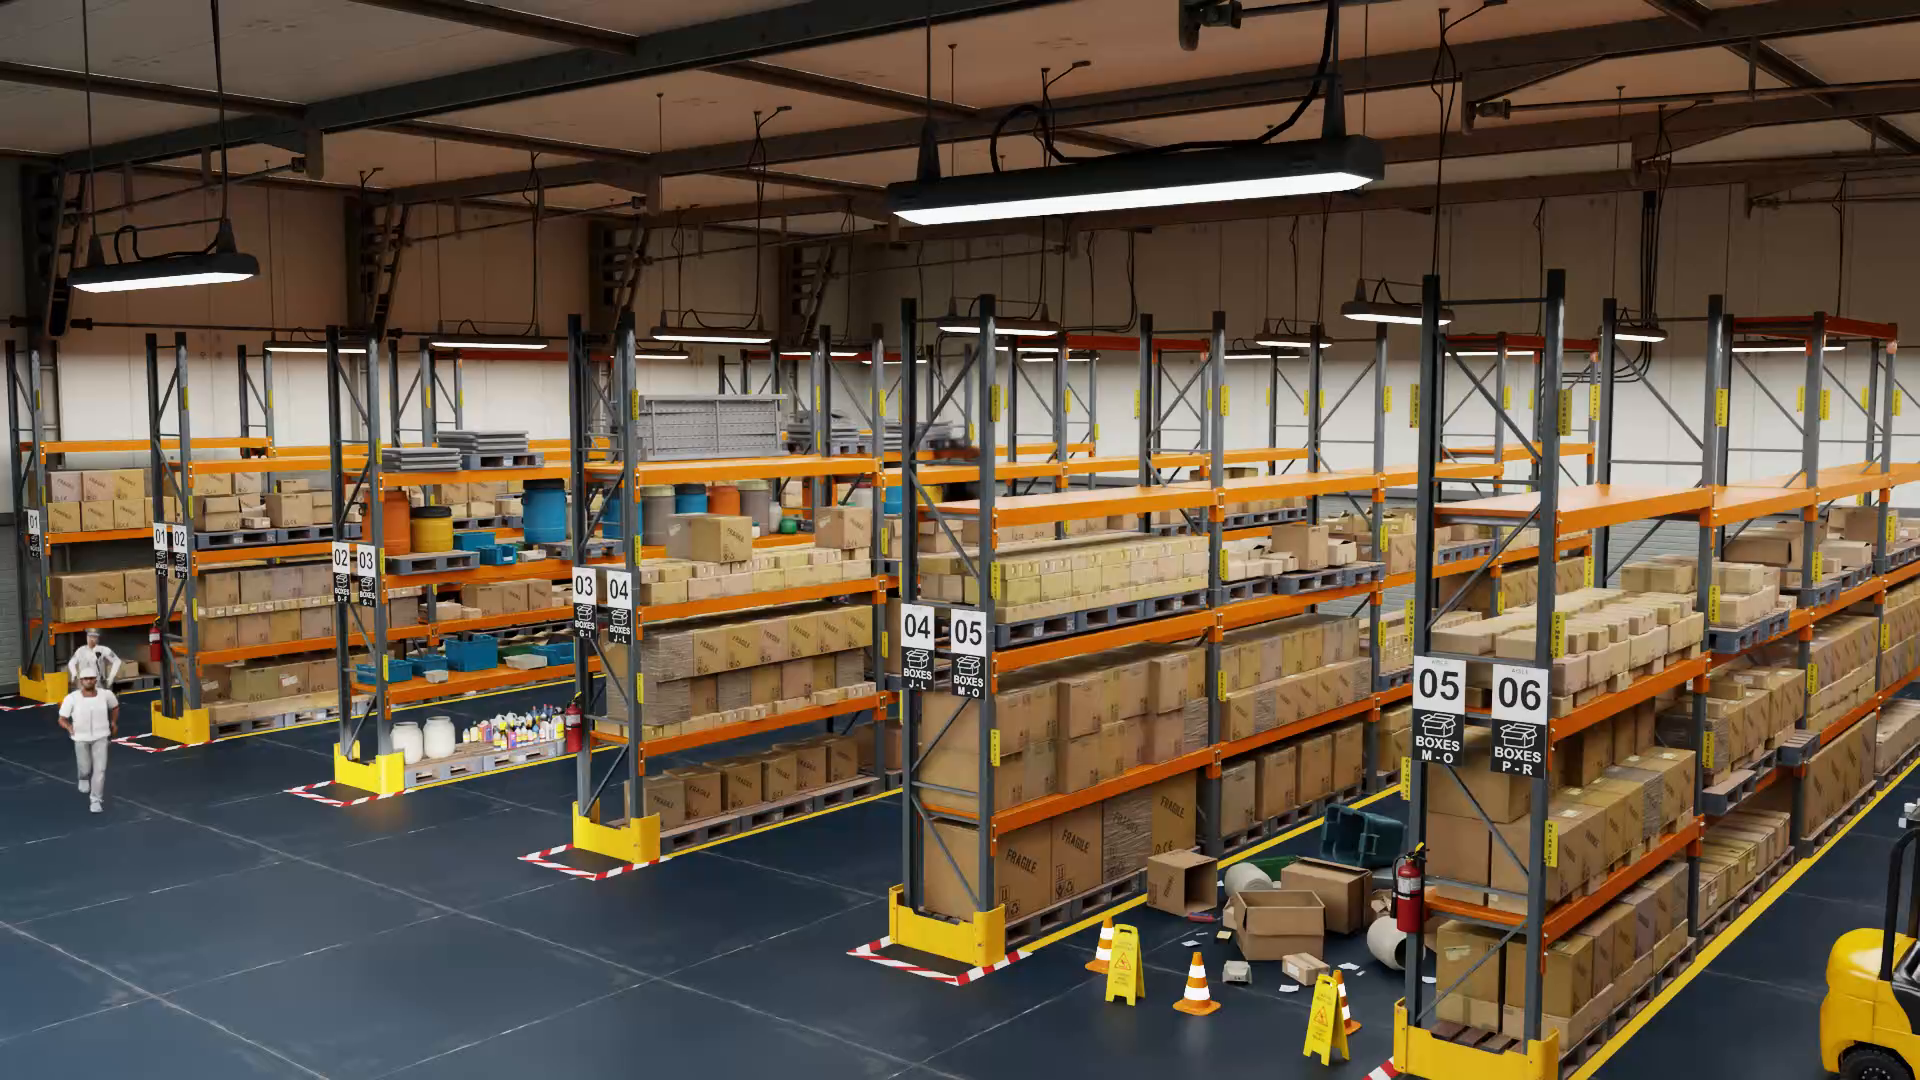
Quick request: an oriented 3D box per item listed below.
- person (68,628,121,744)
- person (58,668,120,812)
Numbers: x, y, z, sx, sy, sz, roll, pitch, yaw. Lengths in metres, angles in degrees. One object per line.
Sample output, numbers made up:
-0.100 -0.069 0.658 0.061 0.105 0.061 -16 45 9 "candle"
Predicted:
-12.824 2.135 24.596 0.672 1.704 0.670 0 5 0 "person"
-10.746 2.446 20.576 0.699 1.746 0.863 -3 6 -33 "person"
